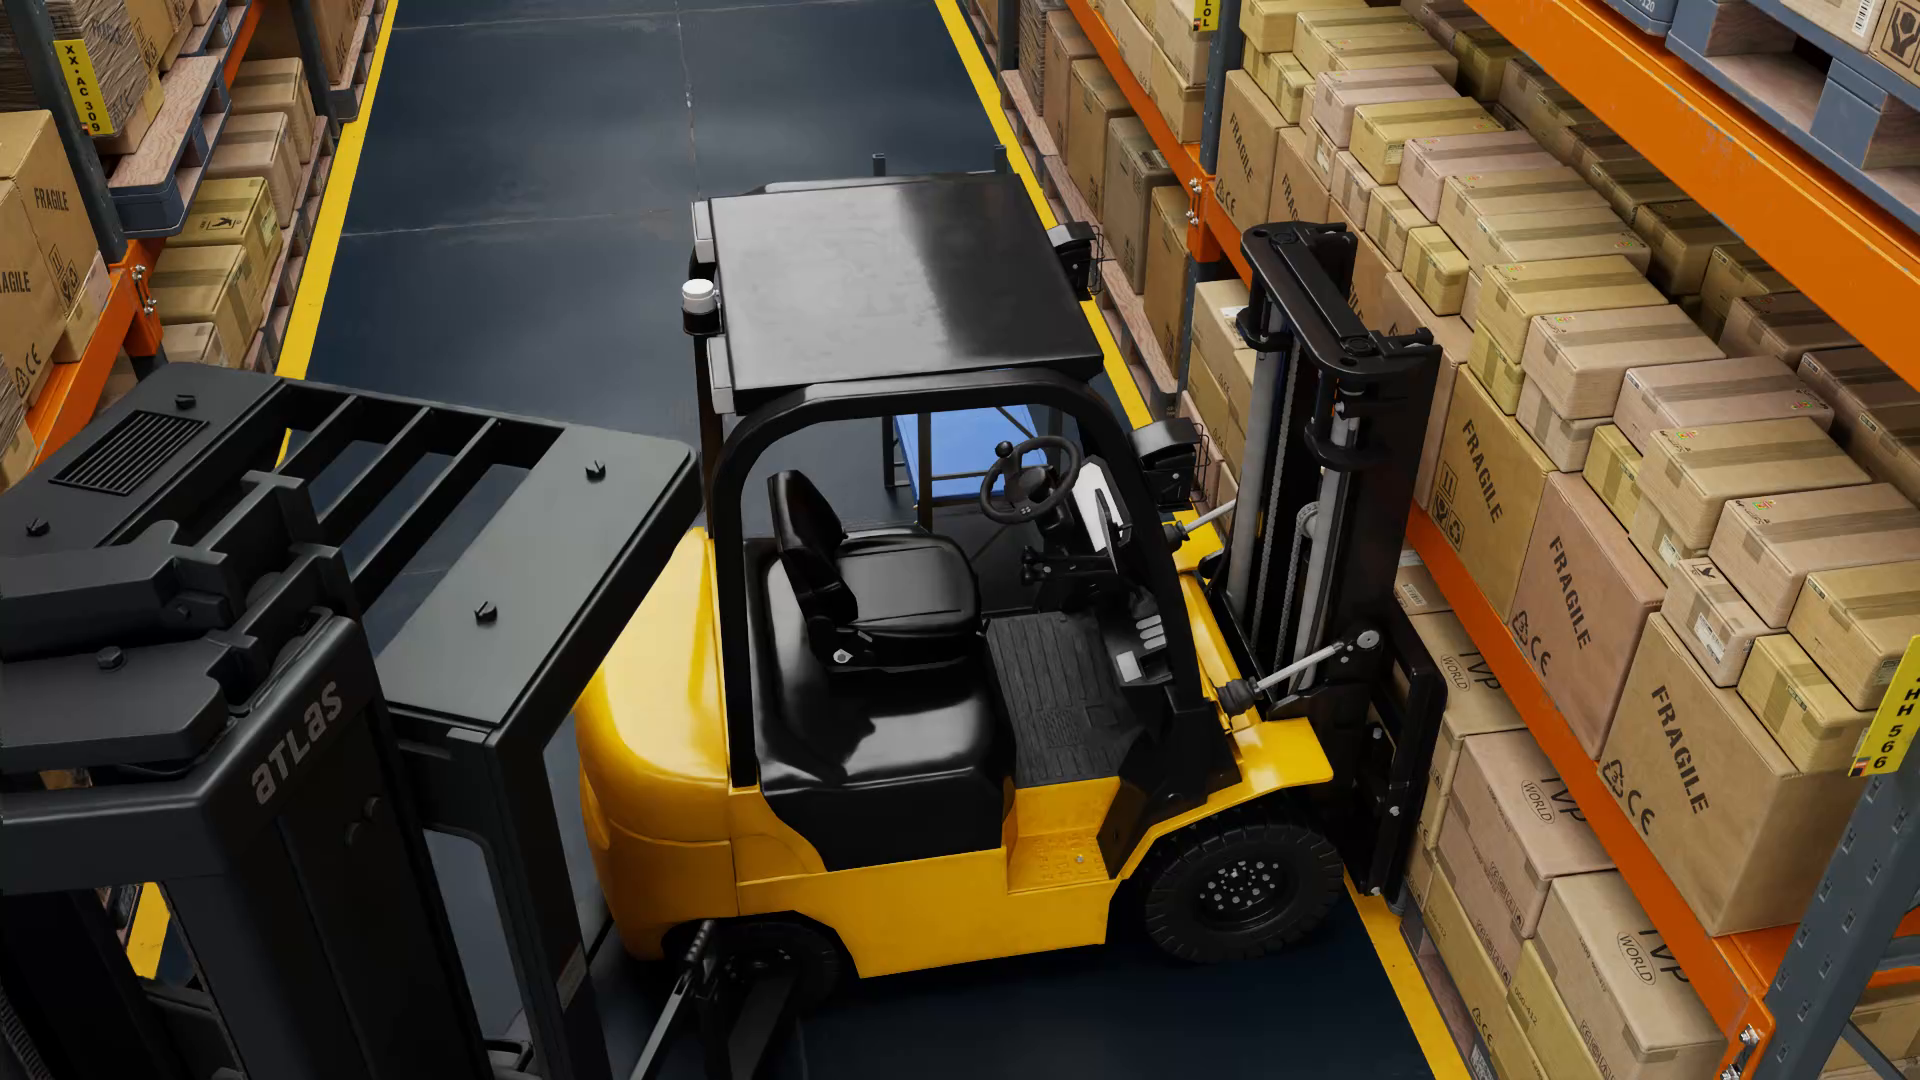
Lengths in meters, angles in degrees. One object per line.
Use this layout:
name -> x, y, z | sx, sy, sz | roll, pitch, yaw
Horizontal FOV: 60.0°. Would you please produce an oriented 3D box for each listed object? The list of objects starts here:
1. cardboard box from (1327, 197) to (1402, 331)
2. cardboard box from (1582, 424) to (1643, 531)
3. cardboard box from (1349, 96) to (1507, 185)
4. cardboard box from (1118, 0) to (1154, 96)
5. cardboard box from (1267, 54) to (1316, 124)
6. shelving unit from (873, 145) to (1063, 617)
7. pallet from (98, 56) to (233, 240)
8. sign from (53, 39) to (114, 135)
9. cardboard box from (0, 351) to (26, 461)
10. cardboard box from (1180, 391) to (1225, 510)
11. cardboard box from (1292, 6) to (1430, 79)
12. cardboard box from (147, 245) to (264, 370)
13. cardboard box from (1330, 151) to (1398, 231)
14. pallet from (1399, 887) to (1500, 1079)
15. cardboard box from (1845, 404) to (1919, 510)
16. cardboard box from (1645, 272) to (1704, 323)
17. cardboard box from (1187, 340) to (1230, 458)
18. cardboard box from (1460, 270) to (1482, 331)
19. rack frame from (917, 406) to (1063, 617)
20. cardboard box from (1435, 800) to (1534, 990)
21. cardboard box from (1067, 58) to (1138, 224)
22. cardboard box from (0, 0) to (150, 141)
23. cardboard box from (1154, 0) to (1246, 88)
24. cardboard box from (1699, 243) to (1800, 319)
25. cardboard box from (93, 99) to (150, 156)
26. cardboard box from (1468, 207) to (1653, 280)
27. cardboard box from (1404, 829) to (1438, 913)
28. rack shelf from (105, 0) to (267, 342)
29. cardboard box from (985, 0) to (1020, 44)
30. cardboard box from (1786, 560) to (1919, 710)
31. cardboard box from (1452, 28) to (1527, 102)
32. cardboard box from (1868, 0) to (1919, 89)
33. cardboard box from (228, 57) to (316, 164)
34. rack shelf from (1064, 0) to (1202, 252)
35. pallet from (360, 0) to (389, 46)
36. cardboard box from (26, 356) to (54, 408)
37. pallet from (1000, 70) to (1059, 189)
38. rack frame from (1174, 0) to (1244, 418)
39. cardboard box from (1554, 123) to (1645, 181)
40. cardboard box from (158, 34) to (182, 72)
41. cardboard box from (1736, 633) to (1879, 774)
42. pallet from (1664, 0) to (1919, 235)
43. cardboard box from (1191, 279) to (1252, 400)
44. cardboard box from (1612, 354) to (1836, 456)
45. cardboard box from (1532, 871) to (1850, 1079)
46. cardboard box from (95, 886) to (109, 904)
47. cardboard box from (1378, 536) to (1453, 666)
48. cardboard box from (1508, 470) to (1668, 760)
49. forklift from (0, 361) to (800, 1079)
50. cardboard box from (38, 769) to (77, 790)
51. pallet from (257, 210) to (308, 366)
cardboard box -> 1.452, -0.760, 5.202 | 0.500, 0.500, 0.500 | -7, 38, -8
cardboard box -> 1.707, -0.160, 3.900 | 0.380, 0.149, 0.250 | -6, 38, -8
cardboard box -> 1.402, -1.202, 5.000 | 0.380, 0.149, 0.250 | -7, 38, -9
cardboard box -> 0.994, -2.155, 7.202 | 0.500, 0.250, 0.500 | -6, 38, -8
cardboard box -> 1.278, -1.554, 5.695 | 0.380, 0.149, 0.250 | -5, 38, -7
shelving unit -> 0.015, -0.541, 6.224 | 0.538, 1.500, 1.048 | -6, 38, -8
pallet -> -3.443, -1.501, 6.393 | 1.003, 0.211, 1.213 | -6, 38, -8
sign -> -2.919, -1.504, 5.535 | 0.100, 0.325, 0.005 | -6, 38, -8
cardboard box -> -2.937, -0.391, 4.485 | 0.500, 0.500, 0.500 | -5, 38, -7
cardboard box -> 1.193, -0.388, 6.703 | 0.500, 0.250, 0.500 | -6, 38, -7
cardboard box -> 1.350, -1.678, 5.612 | 0.380, 0.149, 0.250 | -6, 38, -7
cardboard box -> -3.676, -0.978, 7.363 | 0.950, 0.372, 0.625 | -4, 38, -5
cardboard box -> 1.366, -1.084, 5.090 | 0.380, 0.149, 0.250 | -7, 38, -8
pallet -> 1.960, 1.424, 4.744 | 1.003, 0.211, 1.213 | -6, 38, -8
cardboard box -> 2.214, -0.178, 3.681 | 0.380, 0.149, 0.250 | -6, 38, -7
cardboard box -> 2.085, -0.676, 4.565 | 0.380, 0.149, 0.250 | -6, 38, -8
cardboard box -> 1.215, -0.587, 6.553 | 0.500, 0.250, 0.500 | -6, 38, -8
cardboard box -> 1.594, -0.627, 4.502 | 0.380, 0.149, 0.250 | -6, 38, -8
rack frame -> 0.104, -0.234, 5.828 | 0.500, 1.500, 0.032 | -6, 38, -8
cardboard box -> 1.665, 0.939, 4.588 | 0.500, 0.250, 0.500 | -7, 38, -8
cardboard box -> 1.069, -2.101, 8.602 | 0.875, 0.625, 0.625 | -8, 39, -10
cardboard box -> -3.252, -1.736, 5.873 | 0.500, 0.500, 0.500 | -5, 38, -7
cardboard box -> 1.096, -2.043, 6.649 | 0.500, 0.250, 0.500 | -7, 38, -9
cardboard box -> 2.165, -0.655, 4.295 | 0.380, 0.149, 0.250 | -7, 38, -9
cardboard box -> -3.238, -1.534, 6.142 | 0.380, 0.149, 0.250 | -6, 38, -7
cardboard box -> 1.590, -0.752, 4.420 | 0.380, 0.149, 0.250 | -6, 38, -7
cardboard box -> 1.585, 0.846, 5.115 | 0.500, 0.250, 0.500 | -6, 38, -7
rack shelf -> -3.803, -2.023, 7.496 | 1.077, 0.370, 4.000 | -6, 38, -8
cardboard box -> 0.447, -3.462, 10.457 | 0.500, 0.500, 0.500 | -5, 38, -7
cardboard box -> 1.865, 0.174, 3.229 | 0.380, 0.149, 0.250 | -6, 38, -8
cardboard box -> 1.850, -1.574, 5.478 | 0.380, 0.149, 0.250 | -7, 38, -8
cardboard box -> 1.818, -0.890, 2.500 | 0.500, 0.500, 0.500 | -5, 38, -6
cardboard box -> -4.064, -2.301, 9.066 | 0.950, 0.372, 0.625 | -9, 39, -11
rack shelf -> 1.083, -2.559, 8.186 | 1.077, 0.370, 4.000 | -6, 38, -8
pallet -> -4.428, -3.634, 11.255 | 1.003, 0.211, 1.213 | -6, 38, -8
cardboard box -> -3.076, -0.523, 5.183 | 0.380, 0.149, 0.250 | -6, 38, -8
pallet -> 0.838, -2.449, 9.730 | 1.003, 0.211, 1.213 | -6, 38, -8
rack frame -> 1.434, -1.635, 6.410 | 1.000, 3.000, 0.127 | -6, 38, -8
cardboard box -> 1.980, -1.111, 4.883 | 0.380, 0.149, 0.250 | -7, 38, -8
cardboard box -> -3.402, -2.008, 6.752 | 0.380, 0.149, 0.250 | -6, 38, -7
cardboard box -> 1.798, 0.306, 3.301 | 0.380, 0.149, 0.250 | -6, 38, -7
pallet -> 2.037, -0.799, 2.960 | 1.003, 0.211, 1.213 | -6, 38, -8
cardboard box -> 1.210, -0.784, 6.398 | 0.500, 0.250, 0.500 | -7, 38, -9
cardboard box -> 1.748, -0.285, 3.820 | 0.380, 0.149, 0.250 | -6, 38, -8
cardboard box -> 1.747, 1.061, 4.023 | 0.500, 0.250, 0.500 | -5, 38, -6
cardboard box -> -2.810, 1.082, 4.811 | 0.500, 0.250, 0.500 | -4, 38, -5
cardboard box -> 1.472, 0.143, 5.205 | 0.500, 0.250, 0.500 | -7, 38, -9
cardboard box -> 1.709, 0.158, 4.020 | 0.500, 0.500, 0.500 | -5, 38, -7
forklift -> -1.089, 0.826, 3.298 | 1.130, 2.935, 3.031 | 10, 39, 12
cardboard box -> -2.801, 0.790, 4.576 | 0.500, 0.500, 0.500 | -6, 38, -7
pallet -> -3.808, -1.207, 8.131 | 1.003, 0.211, 1.213 | -6, 38, -8
